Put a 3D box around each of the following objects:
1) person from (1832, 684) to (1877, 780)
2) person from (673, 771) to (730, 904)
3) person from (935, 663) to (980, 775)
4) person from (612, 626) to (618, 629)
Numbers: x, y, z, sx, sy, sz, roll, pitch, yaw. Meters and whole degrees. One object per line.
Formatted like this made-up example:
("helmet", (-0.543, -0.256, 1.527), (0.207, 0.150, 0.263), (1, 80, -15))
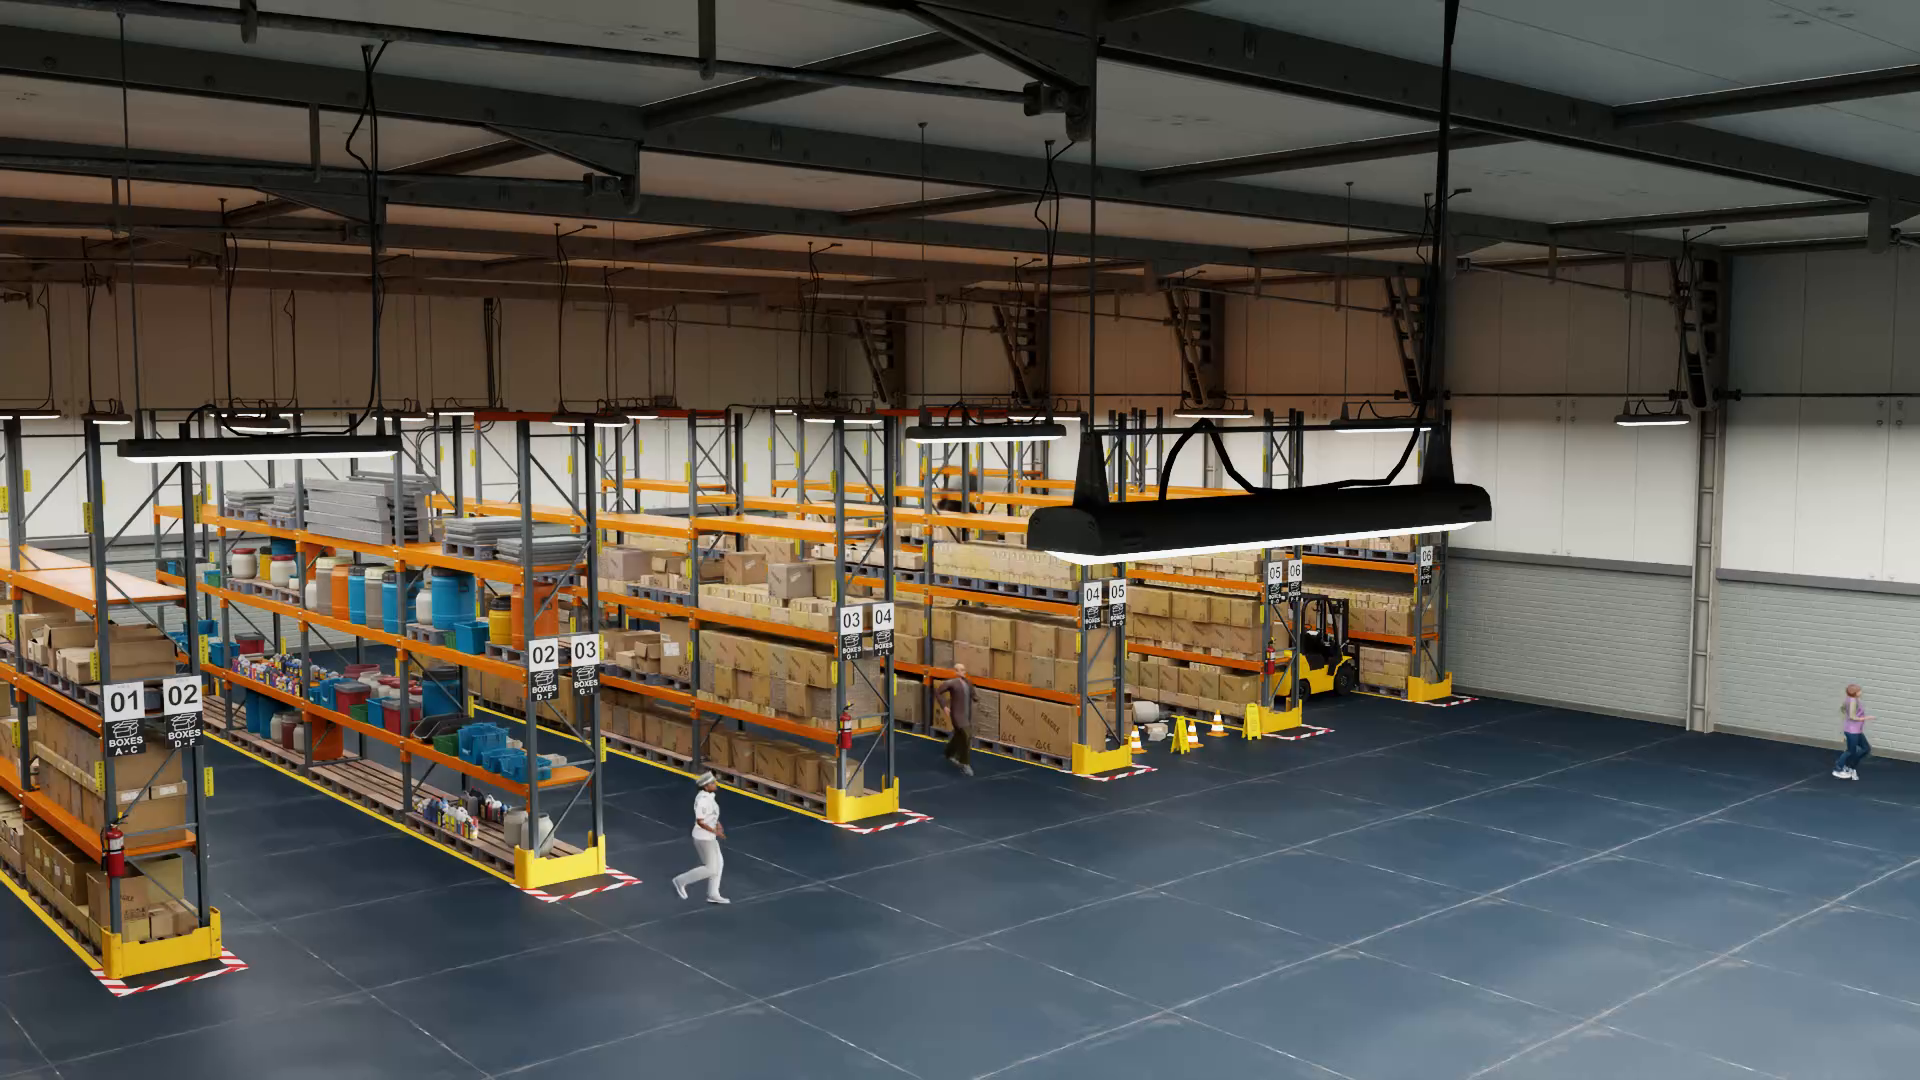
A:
("person", (14.643, 3.150, 27.199), (0.625, 1.604, 0.515), (3, 6, 33))
("person", (-3.221, 3.697, 20.670), (0.697, 1.690, 0.583), (-1, 5, -7))
("person", (-0.010, 2.991, 27.955), (0.859, 1.850, 0.674), (4, 6, 37))
("person", (-7.039, 2.549, 33.948), (0.484, 1.631, 0.793), (-4, 7, -41))
